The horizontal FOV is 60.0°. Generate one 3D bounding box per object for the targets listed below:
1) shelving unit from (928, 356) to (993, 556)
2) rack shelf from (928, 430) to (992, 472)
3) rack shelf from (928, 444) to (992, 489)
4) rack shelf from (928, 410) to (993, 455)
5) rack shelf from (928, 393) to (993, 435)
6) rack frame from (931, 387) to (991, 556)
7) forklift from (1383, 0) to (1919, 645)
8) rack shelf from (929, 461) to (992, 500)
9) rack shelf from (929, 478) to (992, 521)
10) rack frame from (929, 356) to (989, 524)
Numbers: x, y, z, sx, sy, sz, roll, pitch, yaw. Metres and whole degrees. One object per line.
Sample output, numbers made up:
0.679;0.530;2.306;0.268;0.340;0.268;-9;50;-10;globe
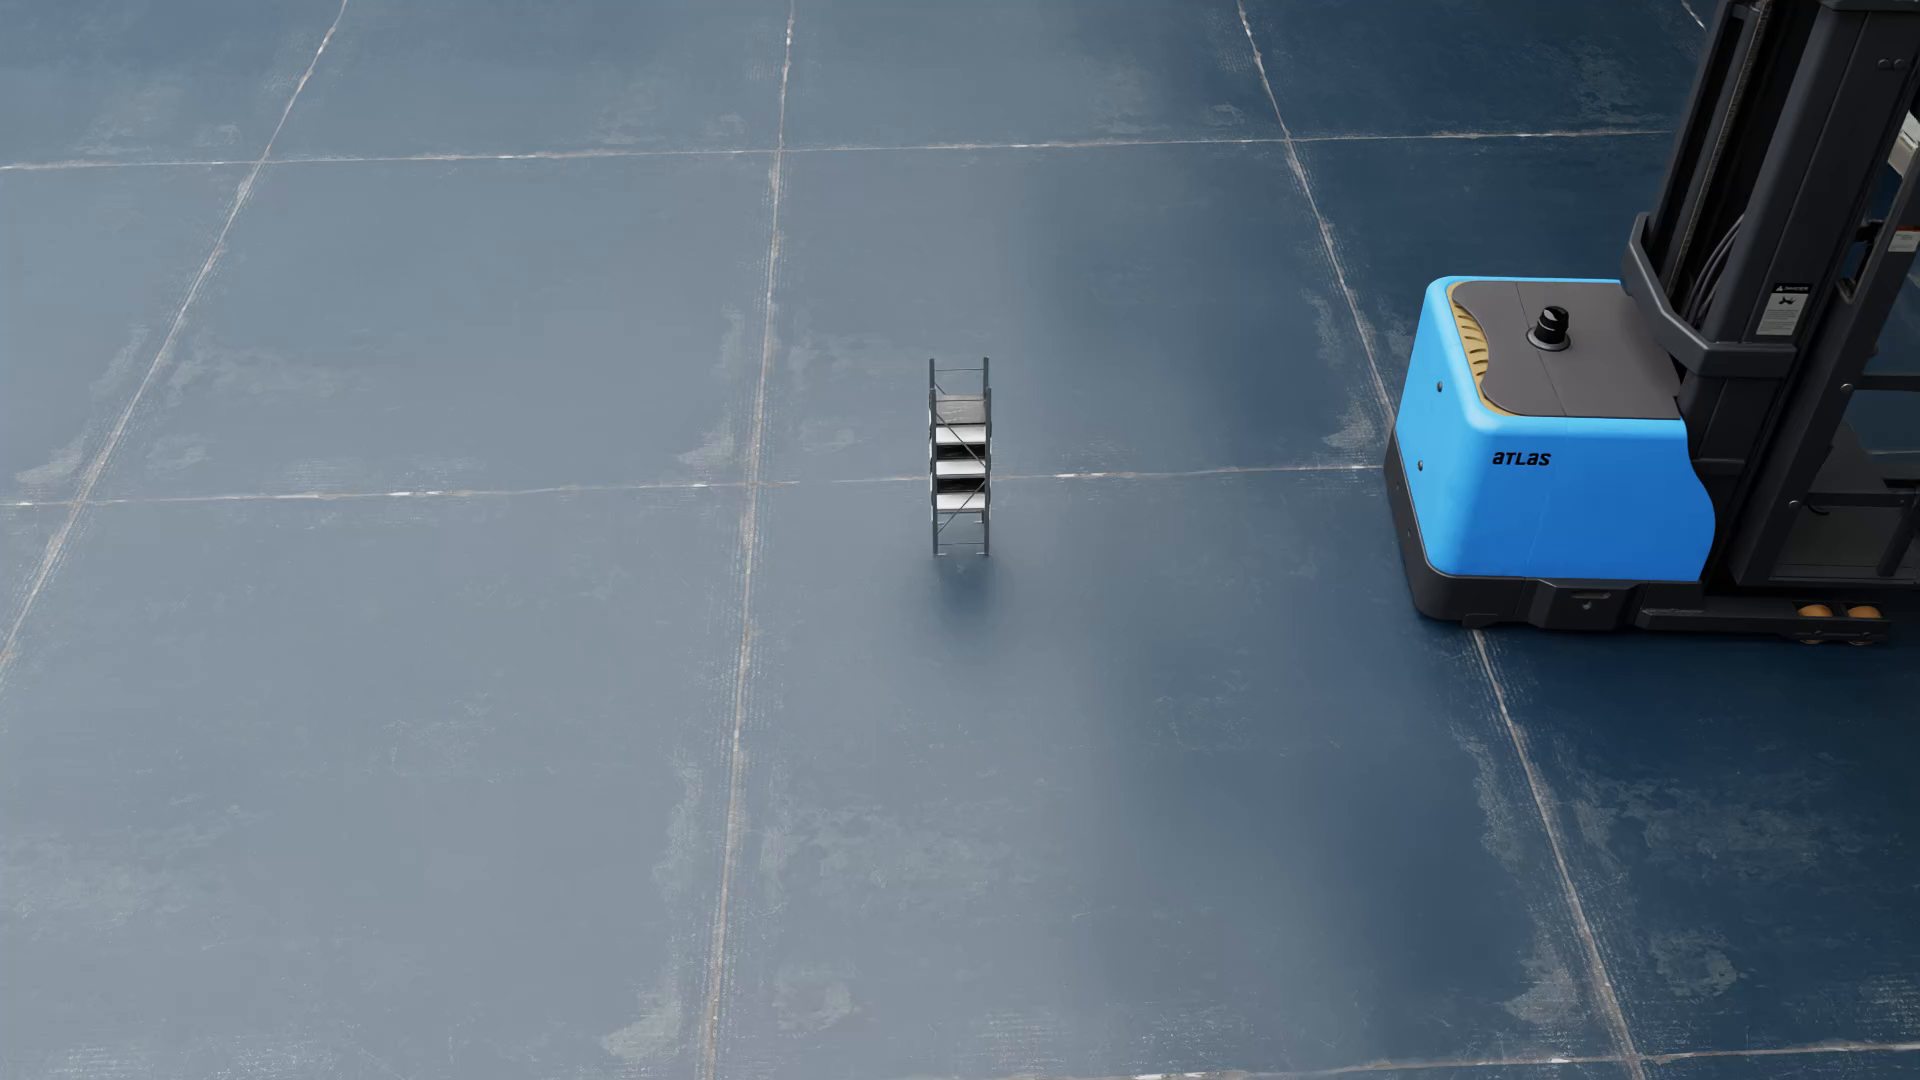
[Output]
0.000;-0.337;6.952;0.258;0.900;0.210;-2;43;-2;shelving unit
0.000;-0.379;6.914;0.258;0.077;0.200;-2;43;-2;rack shelf
0.000;-0.313;6.974;0.258;0.077;0.200;-2;43;-2;rack shelf
0.000;-0.445;6.853;0.258;0.077;0.200;-2;43;-2;rack shelf
0.000;-0.512;6.792;0.258;0.077;0.200;-2;43;-2;rack shelf
0.004;-0.269;6.877;0.240;0.900;0.006;-2;43;-2;rack frame
3.404;-1.021;6.194;3.031;2.935;1.130;1;43;2;forklift
0.000;-0.246;7.035;0.258;0.077;0.200;-2;43;-2;rack shelf
0.000;-0.180;7.096;0.258;0.077;0.200;-2;43;-2;rack shelf
-0.005;-0.406;7.027;0.240;0.900;0.006;-2;43;-2;rack frame
